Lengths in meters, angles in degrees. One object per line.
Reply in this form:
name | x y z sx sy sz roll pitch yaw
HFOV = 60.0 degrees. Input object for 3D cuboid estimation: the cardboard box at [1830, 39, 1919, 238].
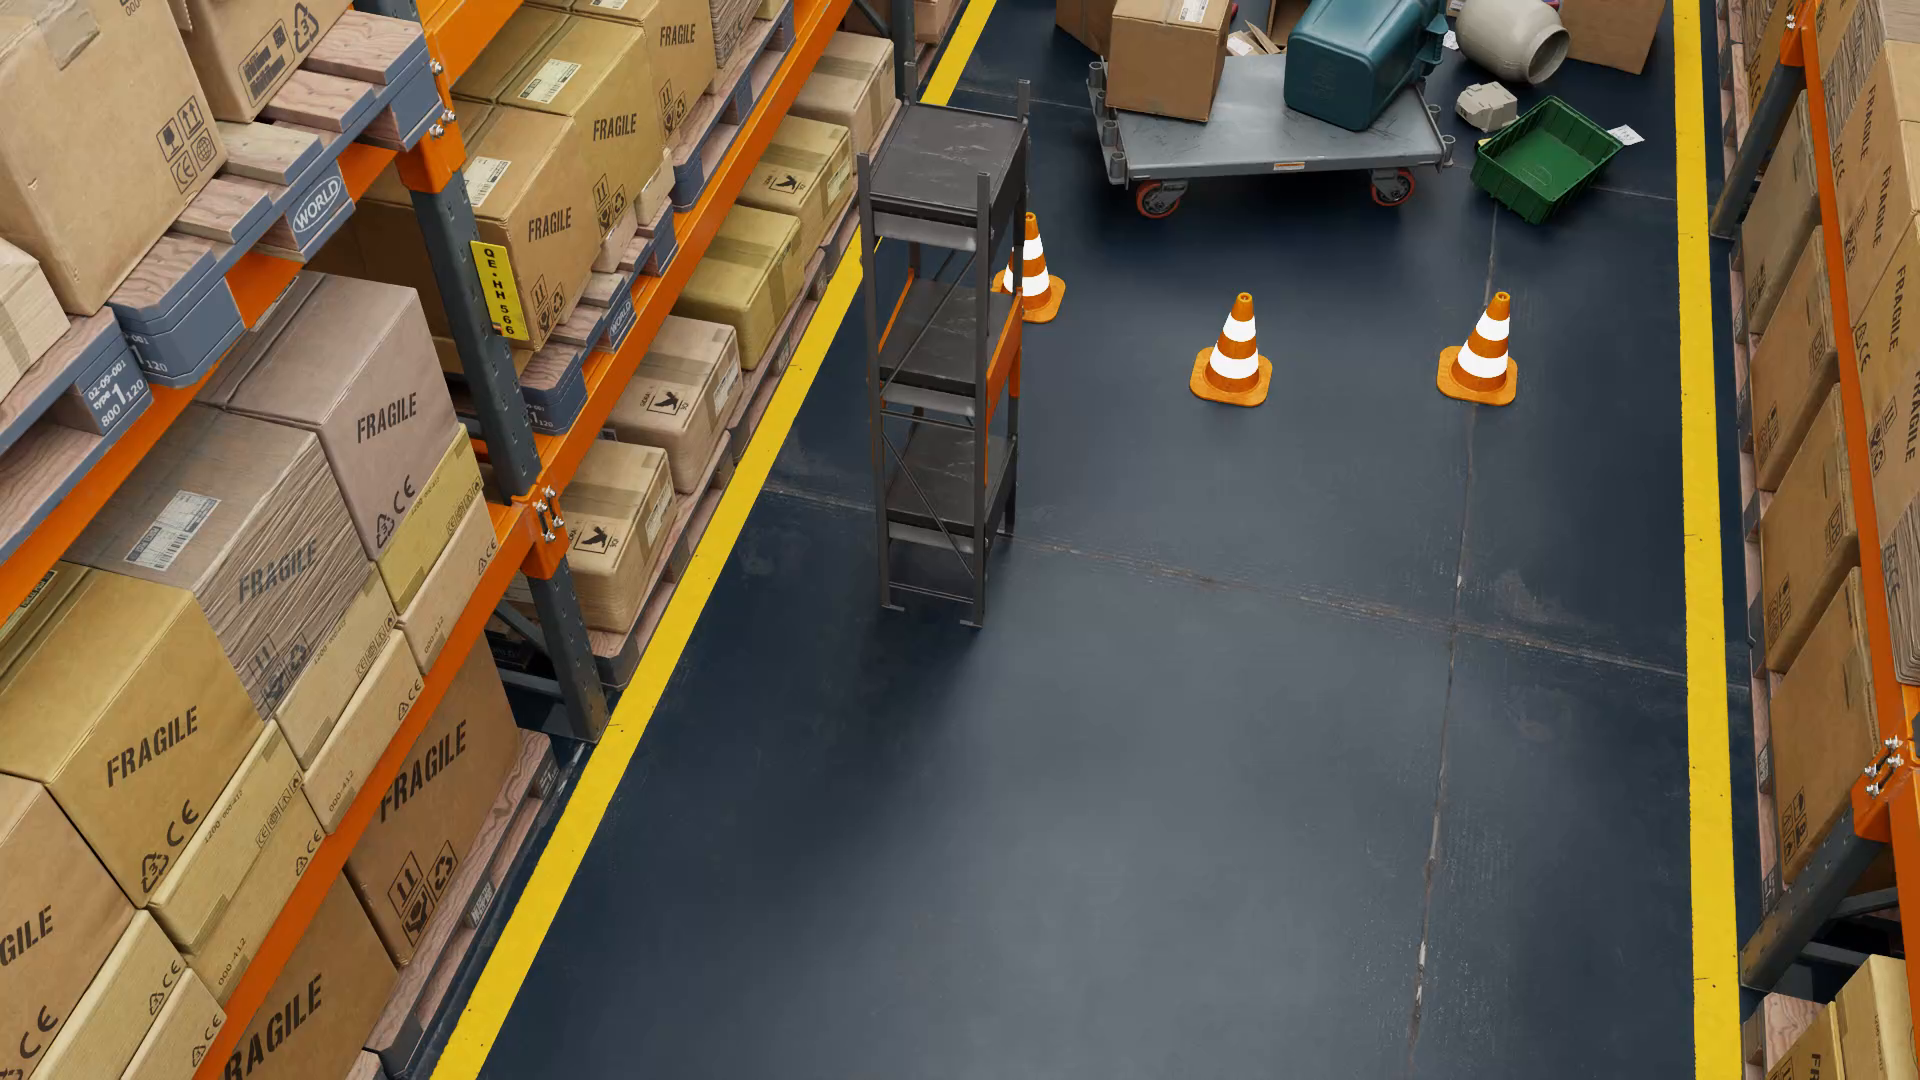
cardboard box | 3.414 -1.361 5.803 0.500 0.500 0.500 11 50 10

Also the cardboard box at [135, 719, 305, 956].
cardboard box | -1.905 0.638 3.871 0.500 0.250 0.500 10 49 9

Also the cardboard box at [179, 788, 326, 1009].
cardboard box | -1.926 0.808 4.055 0.500 0.250 0.500 11 50 10

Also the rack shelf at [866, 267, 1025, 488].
rack shelf | -0.044 -0.566 5.786 0.431 0.518 0.480 12 50 10

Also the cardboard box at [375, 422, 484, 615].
cardboard box | -1.659 -0.108 4.530 0.500 0.250 0.500 11 50 10

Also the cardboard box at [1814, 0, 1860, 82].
cardboard box | 3.681 -2.088 6.444 0.500 0.500 0.500 12 50 10

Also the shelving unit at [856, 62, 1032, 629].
shelving unit | -0.044 -0.575 5.776 0.431 2.100 0.503 12 50 10

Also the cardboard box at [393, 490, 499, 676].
cardboard box | -1.659 0.074 4.703 0.500 0.250 0.500 10 49 9

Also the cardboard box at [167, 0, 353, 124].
cardboard box | -1.730 -1.256 3.427 0.797 0.503 0.637 9 49 8

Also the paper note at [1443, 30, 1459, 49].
paper note | 2.671 -2.740 9.072 0.172 0.023 0.155 28 54 22

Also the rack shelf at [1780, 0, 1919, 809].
rack shelf | 3.552 -0.697 5.763 1.077 0.370 4.000 12 50 10

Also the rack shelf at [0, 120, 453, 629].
rack shelf | -2.303 0.300 2.883 1.077 0.370 4.000 12 50 10

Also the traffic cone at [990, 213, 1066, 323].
traffic cone | 0.301 -1.273 7.484 0.336 0.463 0.334 12 50 10

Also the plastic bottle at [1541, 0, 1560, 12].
plastic bottle | 3.180 -2.993 9.269 0.283 0.061 0.133 -4 49 -3

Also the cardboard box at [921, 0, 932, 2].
cardboard box | -0.308 -3.136 8.490 0.500 0.500 0.500 14 50 12

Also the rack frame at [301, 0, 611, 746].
rack frame | -1.776 -0.392 5.014 1.000 3.000 0.127 12 50 10

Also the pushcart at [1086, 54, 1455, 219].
pushcart | 1.489 -2.004 8.186 1.648 0.377 0.936 -4 49 -3

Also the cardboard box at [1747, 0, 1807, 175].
cardboard box | 4.312 -2.259 7.799 0.875 0.875 0.875 12 50 11

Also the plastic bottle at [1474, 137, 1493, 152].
plastic bottle | 2.695 -1.907 8.311 0.133 0.061 0.283 -11 50 -10

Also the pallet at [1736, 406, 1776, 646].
pallet | 3.629 -0.001 6.529 1.003 0.211 1.213 12 50 10

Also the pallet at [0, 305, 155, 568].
pallet | -2.186 -0.037 2.826 1.003 0.211 1.213 14 50 12

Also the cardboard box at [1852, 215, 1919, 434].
cardboard box | 3.150 -0.623 5.151 0.500 0.500 0.500 11 49 9

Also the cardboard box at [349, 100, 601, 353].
cardboard box | -1.435 -0.943 4.955 0.500 0.500 0.500 10 49 9

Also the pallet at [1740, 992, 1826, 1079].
pallet | 2.819 1.999 4.764 1.003 0.211 1.213 12 50 10

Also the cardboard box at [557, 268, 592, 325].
cardboard box | -1.405 -0.844 5.301 0.380 0.149 0.250 9 49 8

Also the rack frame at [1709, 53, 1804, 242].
rack frame | 4.079 -2.382 6.770 1.000 3.000 0.127 12 50 10

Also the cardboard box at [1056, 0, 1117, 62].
cardboard box | 0.871 -2.966 8.951 0.500 0.500 0.500 -27 54 -22

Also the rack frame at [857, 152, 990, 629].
rack frame | -0.108 -0.399 5.620 0.400 2.100 0.015 12 50 10

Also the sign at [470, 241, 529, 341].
sign | -1.240 -0.668 4.486 0.100 0.325 0.005 12 50 10

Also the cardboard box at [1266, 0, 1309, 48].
cardboard box | 2.071 -2.950 8.846 0.797 0.637 0.503 12 50 10

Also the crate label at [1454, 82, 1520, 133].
crate label | 2.709 -2.235 8.550 0.298 0.136 0.250 -19 51 -16

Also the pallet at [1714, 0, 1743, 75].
pallet | 4.673 -2.879 9.069 1.003 0.211 1.213 12 50 10

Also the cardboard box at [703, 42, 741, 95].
cardboard box | -1.039 -1.806 6.150 0.380 0.149 0.250 13 50 11

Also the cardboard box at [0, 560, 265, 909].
cardboard box | -1.924 0.400 3.582 0.500 0.500 0.500 12 50 10

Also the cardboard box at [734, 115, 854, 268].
cardboard box | -1.045 -1.655 7.601 0.950 0.372 0.625 14 50 12

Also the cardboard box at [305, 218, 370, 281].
cardboard box | -1.925 -1.047 5.047 0.500 0.500 0.500 10 49 9

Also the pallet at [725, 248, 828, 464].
pallet | -1.246 -0.914 7.335 1.003 0.211 1.213 12 50 10

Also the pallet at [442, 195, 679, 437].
pallet | -1.691 -0.865 5.560 1.213 0.211 1.003 12 50 10

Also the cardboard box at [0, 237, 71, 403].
cardboard box | -1.801 -0.414 2.843 0.396 0.266 0.258 10 49 9

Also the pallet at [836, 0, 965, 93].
pallet | -0.581 -2.856 9.048 1.003 0.211 1.213 12 50 10

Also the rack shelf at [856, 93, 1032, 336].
rack shelf | -0.044 -1.029 5.261 0.431 0.518 0.480 12 50 10

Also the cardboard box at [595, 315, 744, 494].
cardboard box | -1.431 -0.604 6.674 0.950 0.372 0.625 11 49 9

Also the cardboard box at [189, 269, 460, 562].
cardboard box | -1.660 -0.331 4.226 0.500 0.500 0.500 10 49 9

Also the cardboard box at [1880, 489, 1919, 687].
cardboard box | 2.885 0.099 4.514 0.500 0.500 0.500 12 50 10

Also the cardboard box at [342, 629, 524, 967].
cardboard box | -2.038 0.655 5.227 0.875 0.875 0.875 11 50 10

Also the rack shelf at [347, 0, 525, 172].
rack shelf | -1.250 -2.594 5.436 1.077 0.370 4.000 12 50 10

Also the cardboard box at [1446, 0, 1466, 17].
cardboard box | 2.754 -3.084 9.214 0.396 0.266 0.258 19 51 16

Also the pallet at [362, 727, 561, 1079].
pallet | -2.056 1.086 5.570 1.003 0.211 1.213 12 50 10

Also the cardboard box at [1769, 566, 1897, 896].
cardboard box | 3.273 0.694 5.276 1.050 0.750 0.750 11 49 10

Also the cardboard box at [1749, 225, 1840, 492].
cardboard box | 3.744 -0.613 6.429 1.050 0.750 0.750 12 50 10

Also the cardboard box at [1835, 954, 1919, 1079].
cardboard box | 2.611 1.402 4.317 0.500 0.250 0.500 10 49 8

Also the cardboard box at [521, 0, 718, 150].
cardboard box | -1.171 -1.706 5.629 0.500 0.500 0.500 12 50 11

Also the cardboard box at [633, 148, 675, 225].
cardboard box | -1.196 -1.228 5.640 0.380 0.149 0.250 12 50 10
